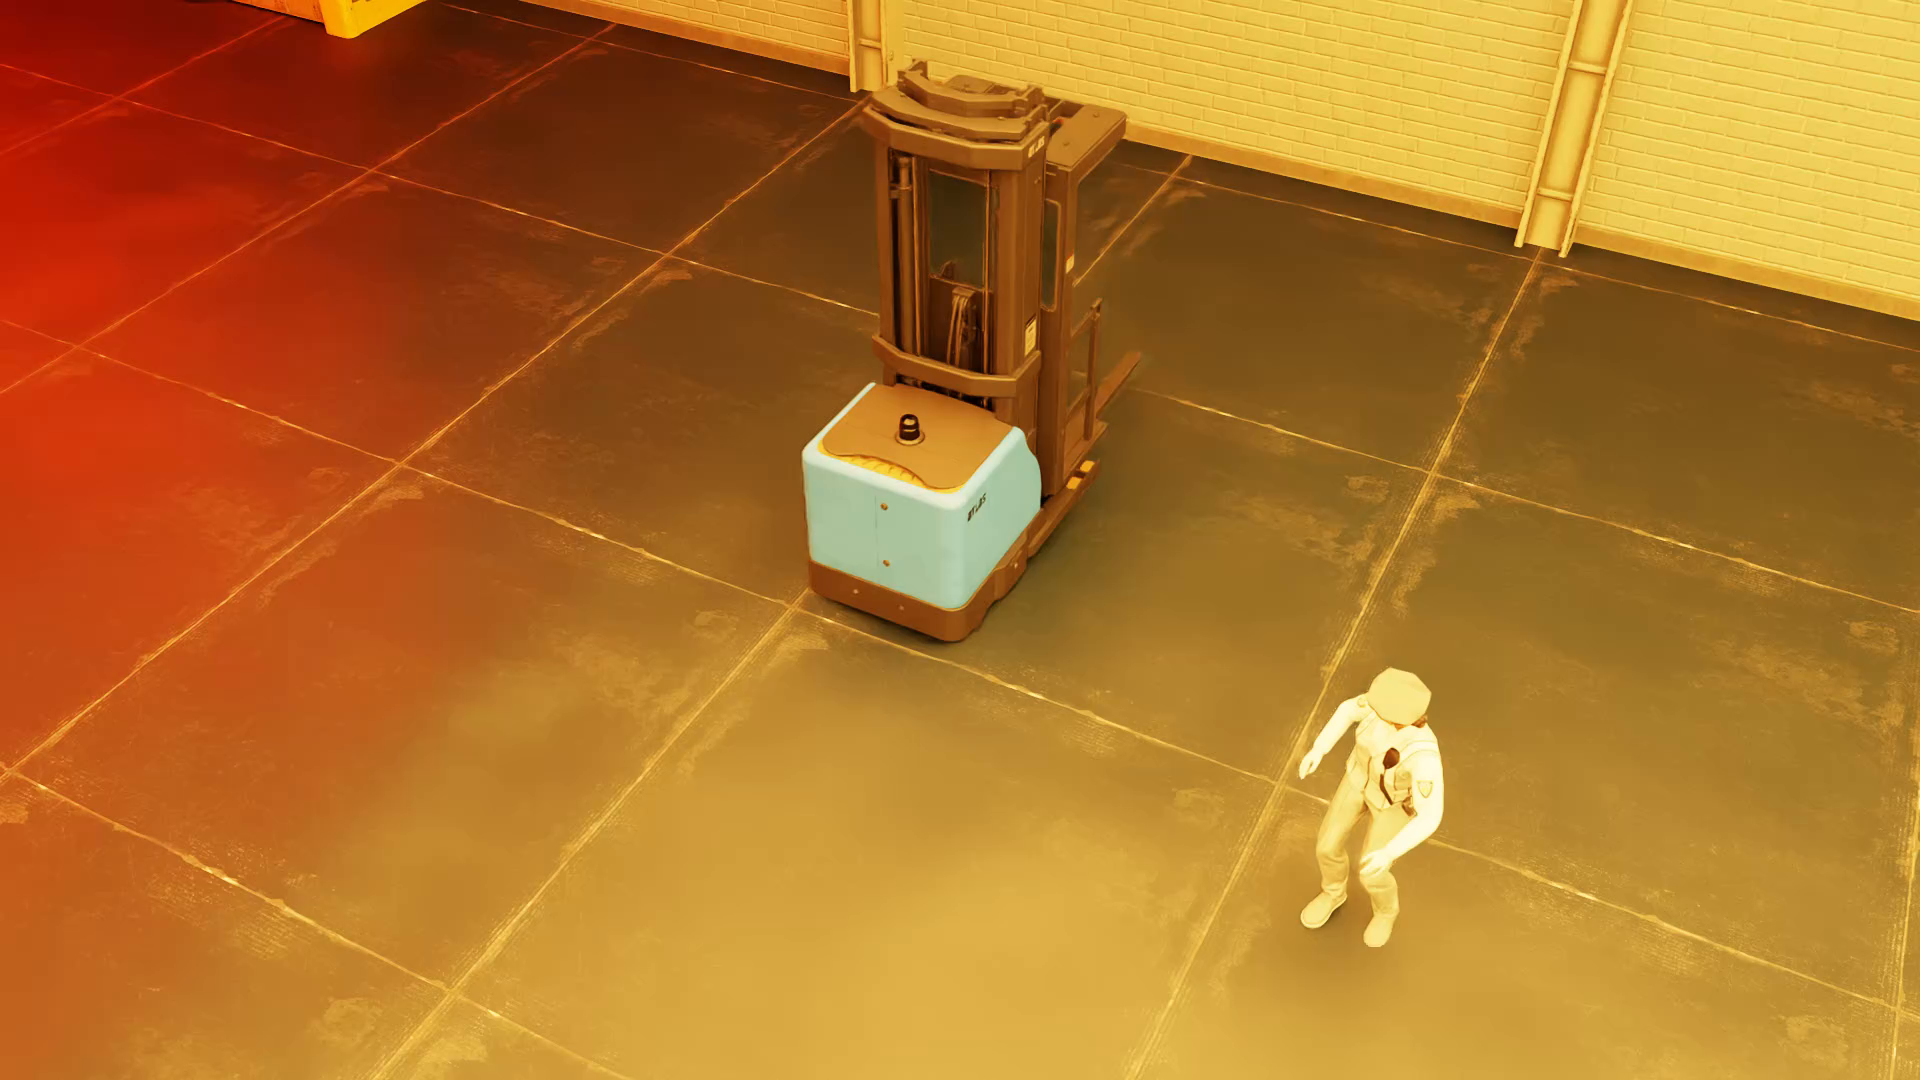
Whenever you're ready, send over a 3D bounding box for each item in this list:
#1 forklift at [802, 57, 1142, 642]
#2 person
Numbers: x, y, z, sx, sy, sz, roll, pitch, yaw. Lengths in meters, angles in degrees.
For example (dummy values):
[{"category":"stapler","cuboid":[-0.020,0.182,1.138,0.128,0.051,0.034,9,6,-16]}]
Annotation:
[{"category":"forklift","cuboid":[0.244,-1.483,9.747,1.130,2.935,3.031,19,44,21]},{"category":"person","cuboid":[1.861,1.230,7.581,0.593,1.635,0.727,-24,46,-26]}]
